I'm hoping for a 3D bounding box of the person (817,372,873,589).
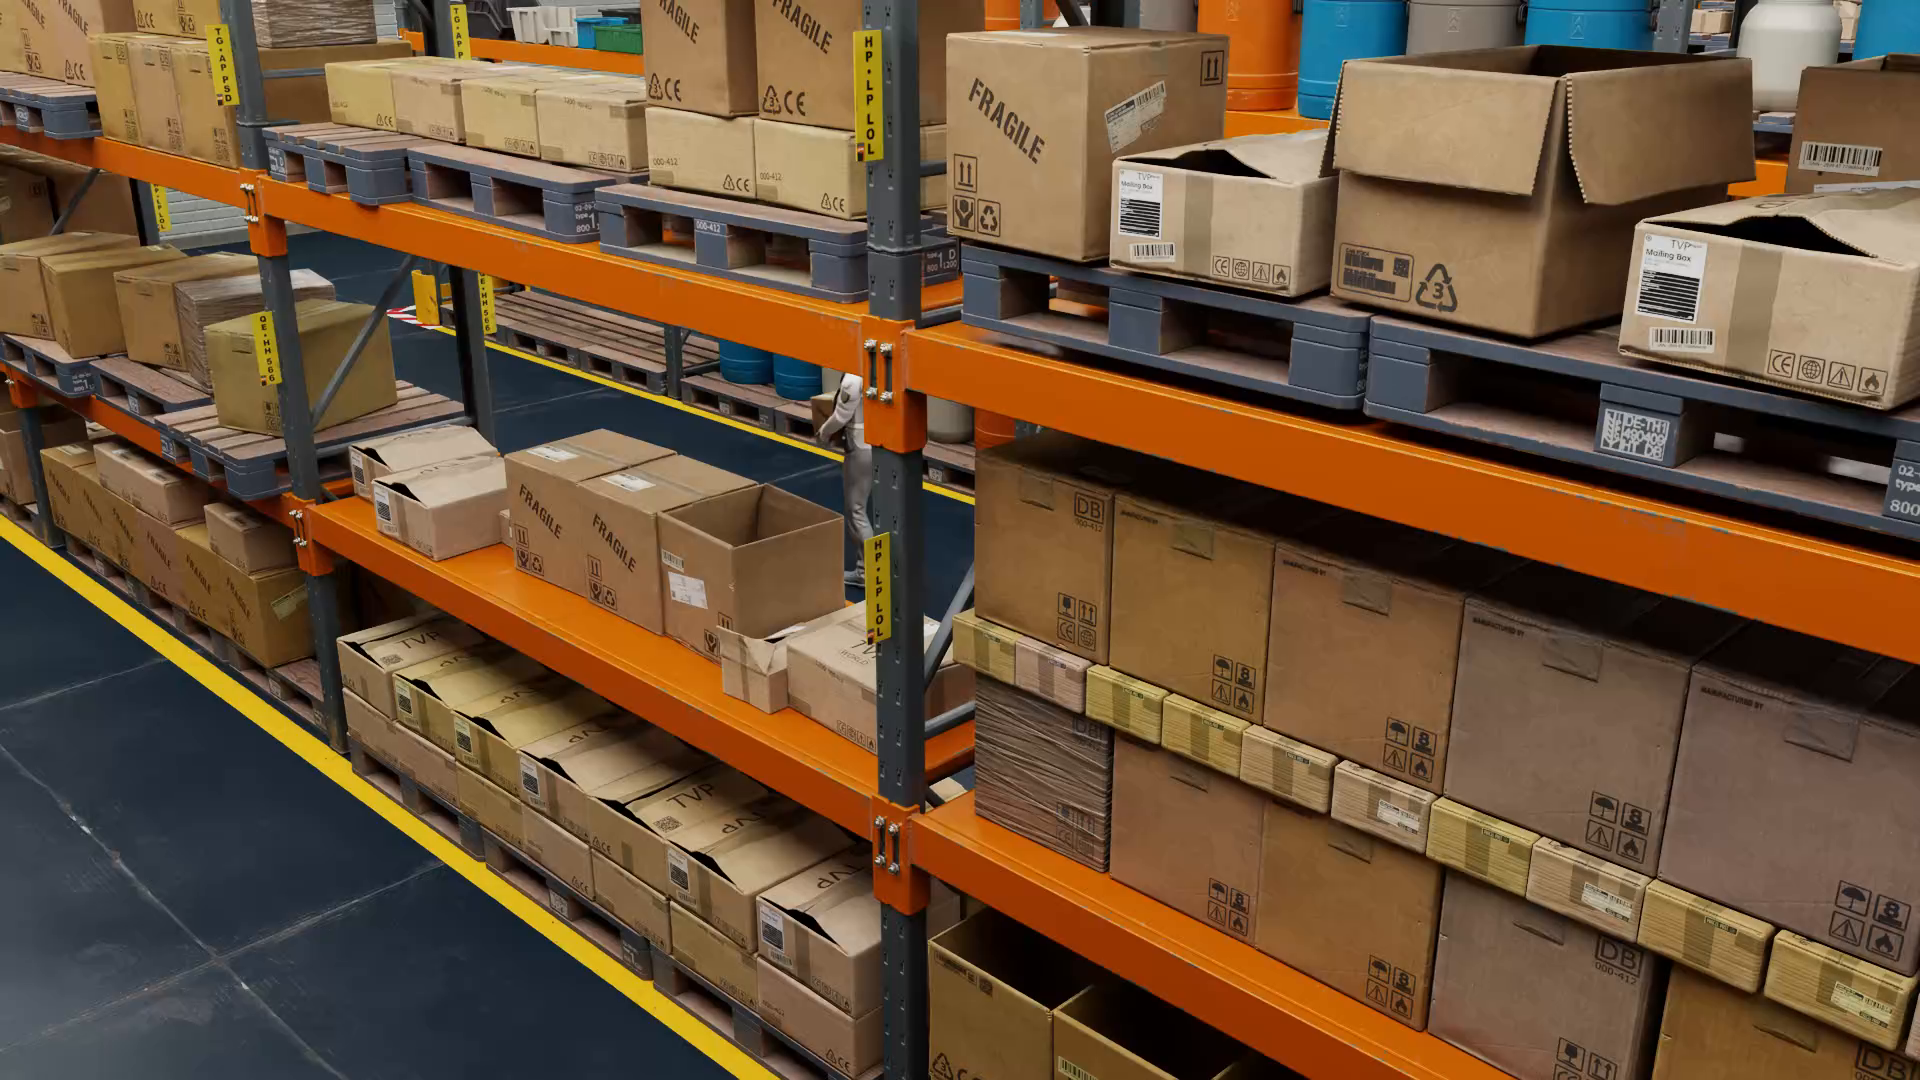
[{"bbox_3d":[-0.582,-0.555,10.016,0.459,1.688,0.543,-19,28,-41],"label":"person"}]
